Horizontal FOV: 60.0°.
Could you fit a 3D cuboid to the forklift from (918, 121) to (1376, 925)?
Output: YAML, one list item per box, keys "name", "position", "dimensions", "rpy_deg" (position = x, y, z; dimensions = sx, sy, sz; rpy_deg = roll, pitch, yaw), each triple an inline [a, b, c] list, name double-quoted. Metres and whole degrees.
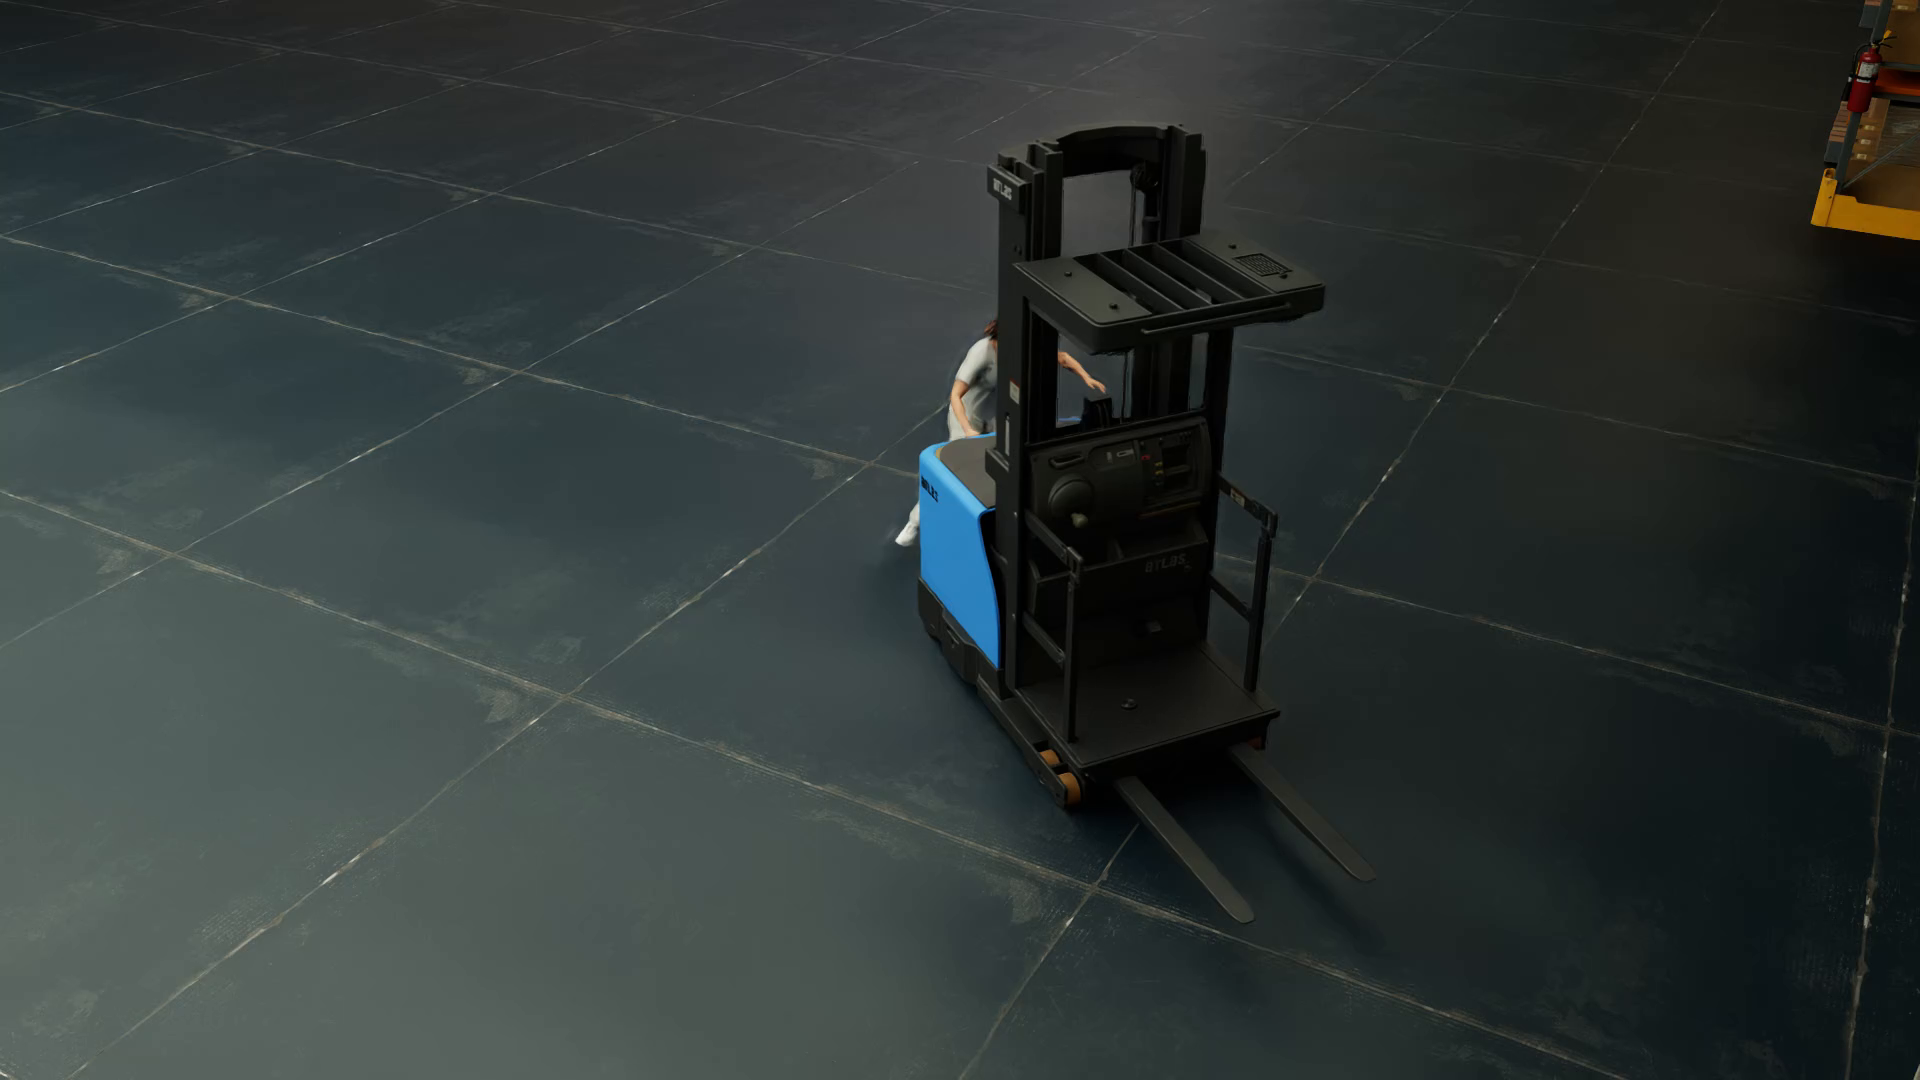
- name: "forklift"
  position: [0.840, -0.257, 7.517]
  dimensions: [1.130, 2.935, 3.031]
  rpy_deg: [-13, 32, -21]

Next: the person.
- name: "person"
  position: [0.160, -0.623, 9.679]
  dimensions: [1.187, 1.434, 0.824]
  rpy_deg: [-22, 37, -33]
